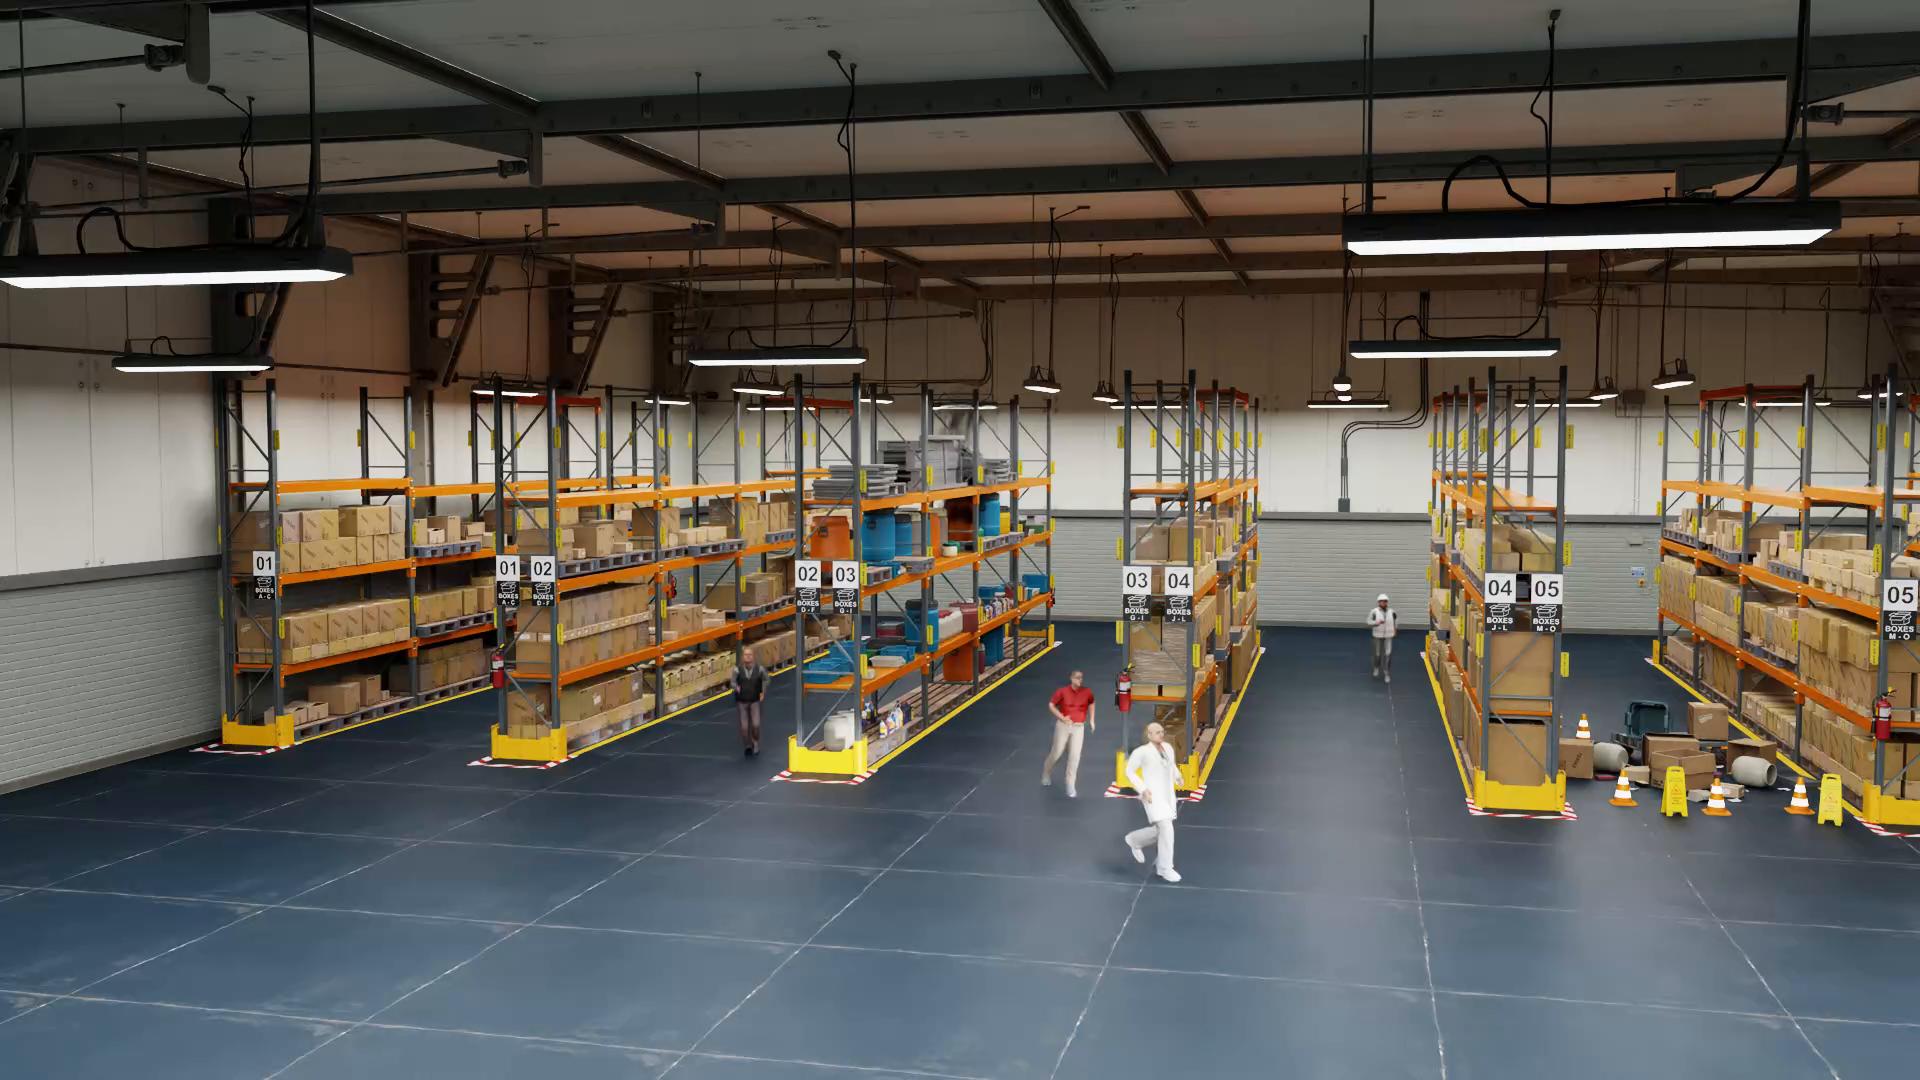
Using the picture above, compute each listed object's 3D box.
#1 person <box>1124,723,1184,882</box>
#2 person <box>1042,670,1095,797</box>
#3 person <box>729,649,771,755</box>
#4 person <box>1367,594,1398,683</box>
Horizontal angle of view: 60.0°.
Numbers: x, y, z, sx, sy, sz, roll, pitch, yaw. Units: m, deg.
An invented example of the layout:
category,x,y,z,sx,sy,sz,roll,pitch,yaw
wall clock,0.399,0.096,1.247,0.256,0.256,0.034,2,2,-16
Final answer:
category,x,y,z,sx,sy,sz,roll,pitch,yaw
person,2.242,2.981,19.154,0.704,1.775,0.858,-3,4,-40
person,1.607,2.718,23.762,0.745,1.729,0.904,-1,4,-12
person,-3.325,2.574,26.257,0.646,1.692,0.610,0,3,-3
person,8.783,2.020,34.586,0.674,1.801,0.893,0,3,6
